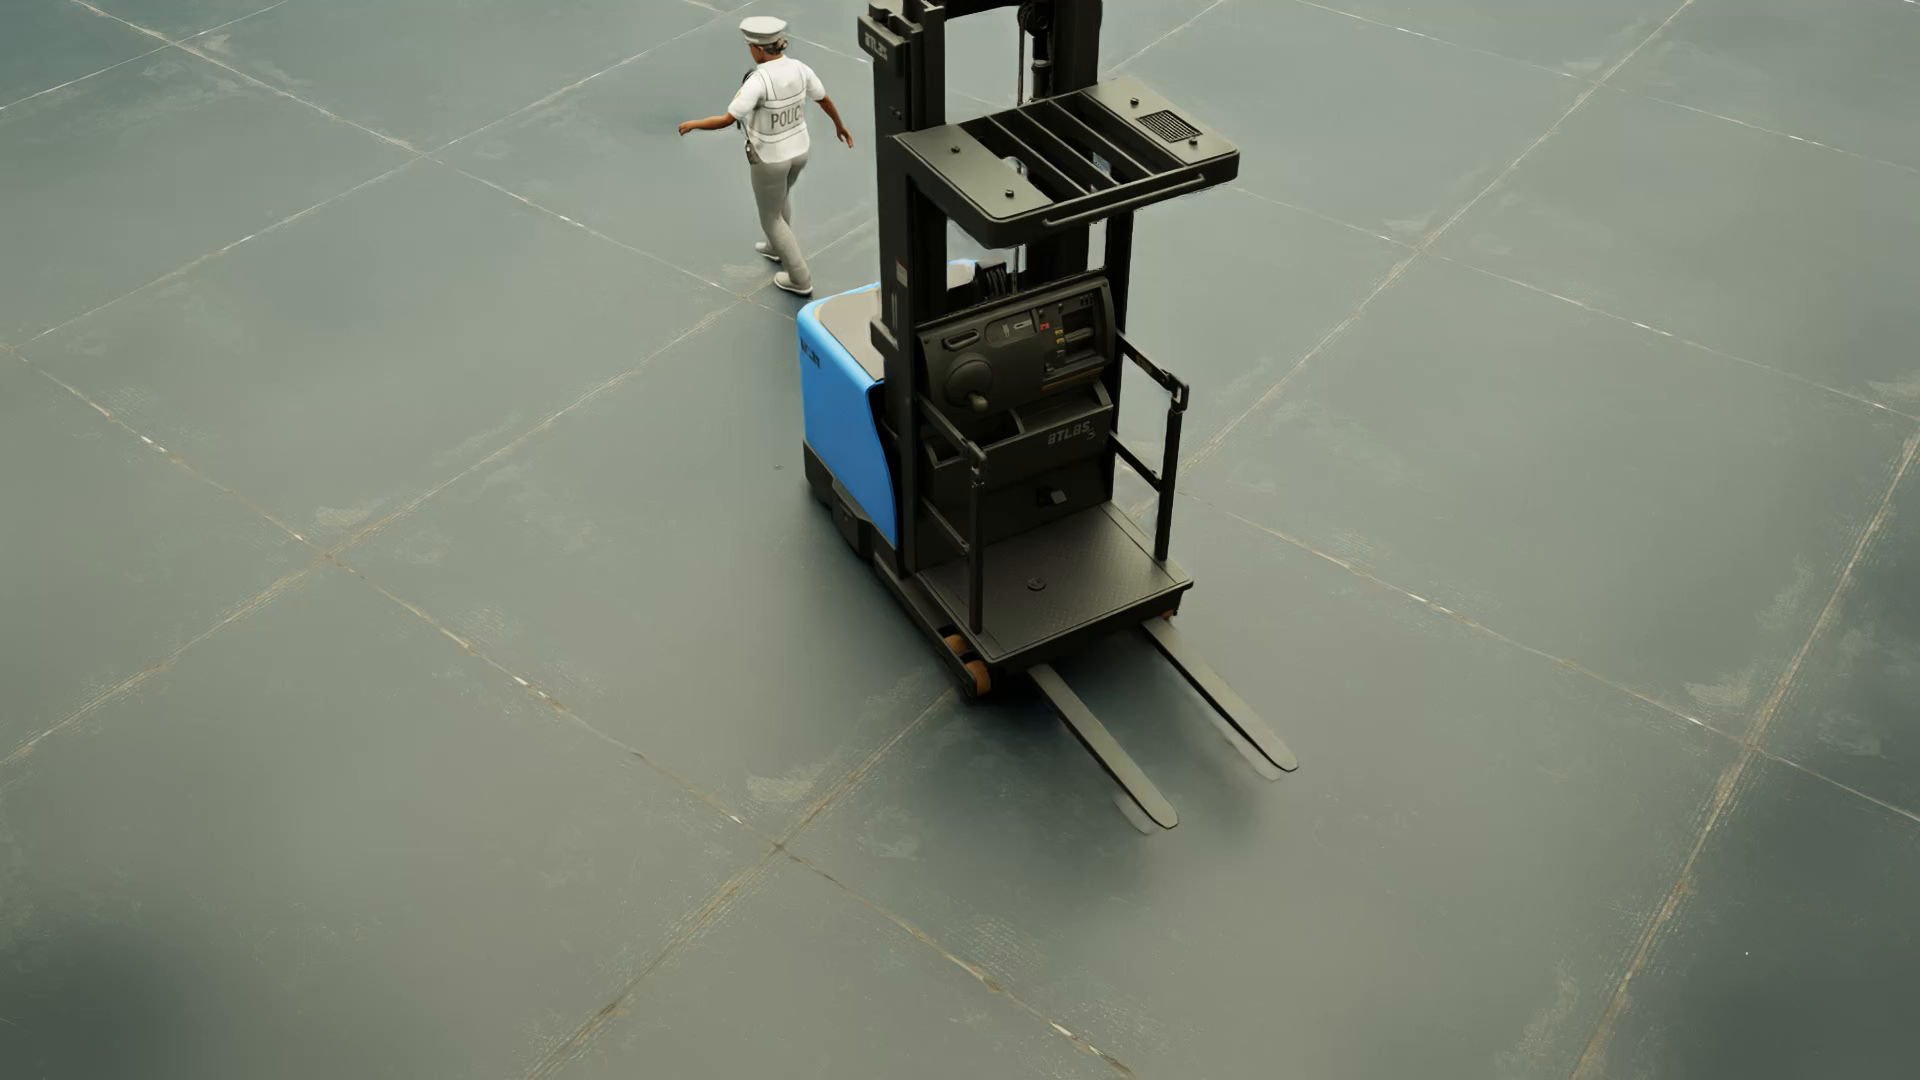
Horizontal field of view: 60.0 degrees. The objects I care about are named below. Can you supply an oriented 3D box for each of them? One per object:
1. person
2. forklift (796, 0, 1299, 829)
[{"bbox_3d":[-1.091,-2.291,9.783,0.708,1.648,0.899,30,49,30],"label":"person"},{"bbox_3d":[0.364,-0.751,6.955,1.130,2.935,3.031,-20,44,-22],"label":"forklift"}]
